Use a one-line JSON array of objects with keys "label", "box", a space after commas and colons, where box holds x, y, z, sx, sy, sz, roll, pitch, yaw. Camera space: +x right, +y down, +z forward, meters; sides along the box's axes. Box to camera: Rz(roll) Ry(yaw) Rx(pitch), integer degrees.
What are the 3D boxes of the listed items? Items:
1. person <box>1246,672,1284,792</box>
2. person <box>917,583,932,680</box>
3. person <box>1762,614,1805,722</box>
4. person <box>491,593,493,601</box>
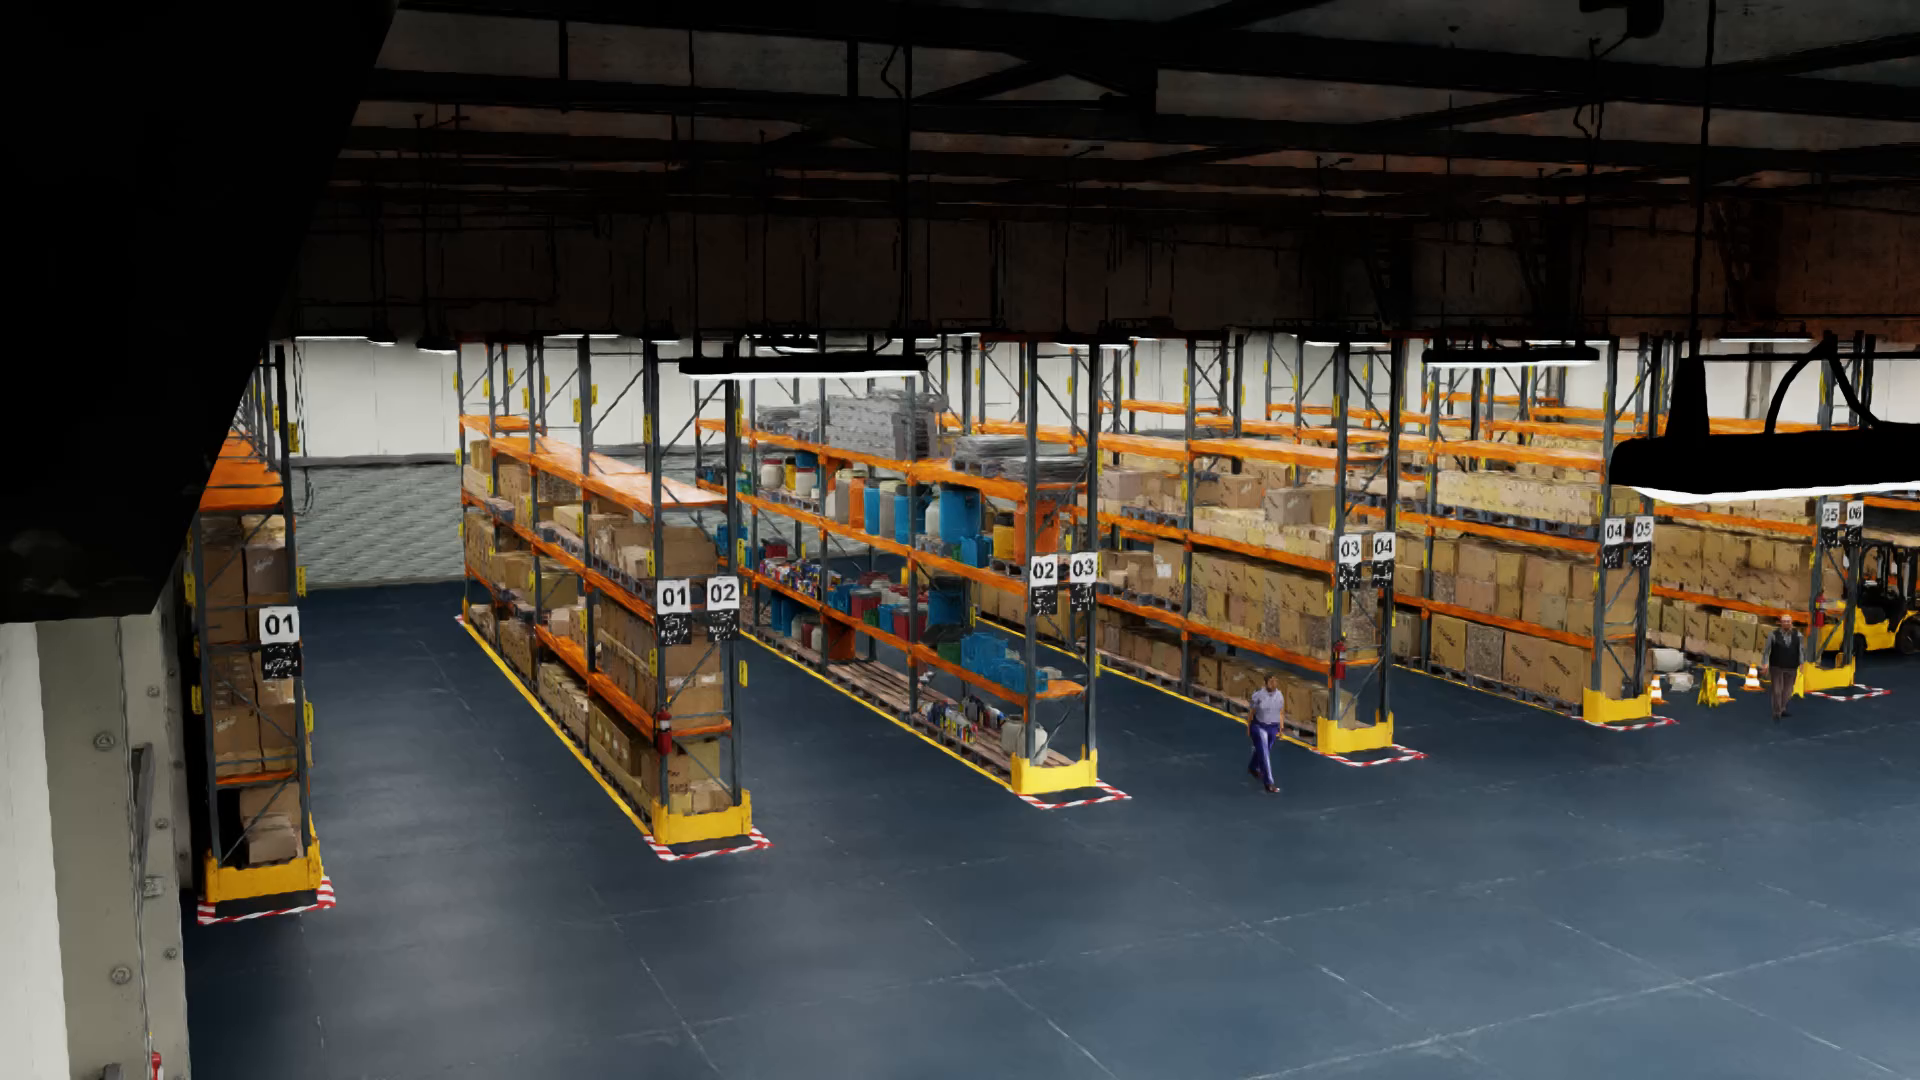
[{"label": "person", "box": [4.144, 2.531, 22.403, 0.481, 1.565, 1.094, -3, 8, -22]}, {"label": "person", "box": [-0.623, 1.591, 29.036, 0.459, 1.673, 0.586, -3, 8, -19]}, {"label": "person", "box": [12.934, 1.982, 26.175, 0.626, 1.703, 0.590, 1, 8, 9]}, {"label": "person", "box": [-9.986, 0.608, 36.588, 0.767, 1.607, 0.655, 8, 11, 44]}]
